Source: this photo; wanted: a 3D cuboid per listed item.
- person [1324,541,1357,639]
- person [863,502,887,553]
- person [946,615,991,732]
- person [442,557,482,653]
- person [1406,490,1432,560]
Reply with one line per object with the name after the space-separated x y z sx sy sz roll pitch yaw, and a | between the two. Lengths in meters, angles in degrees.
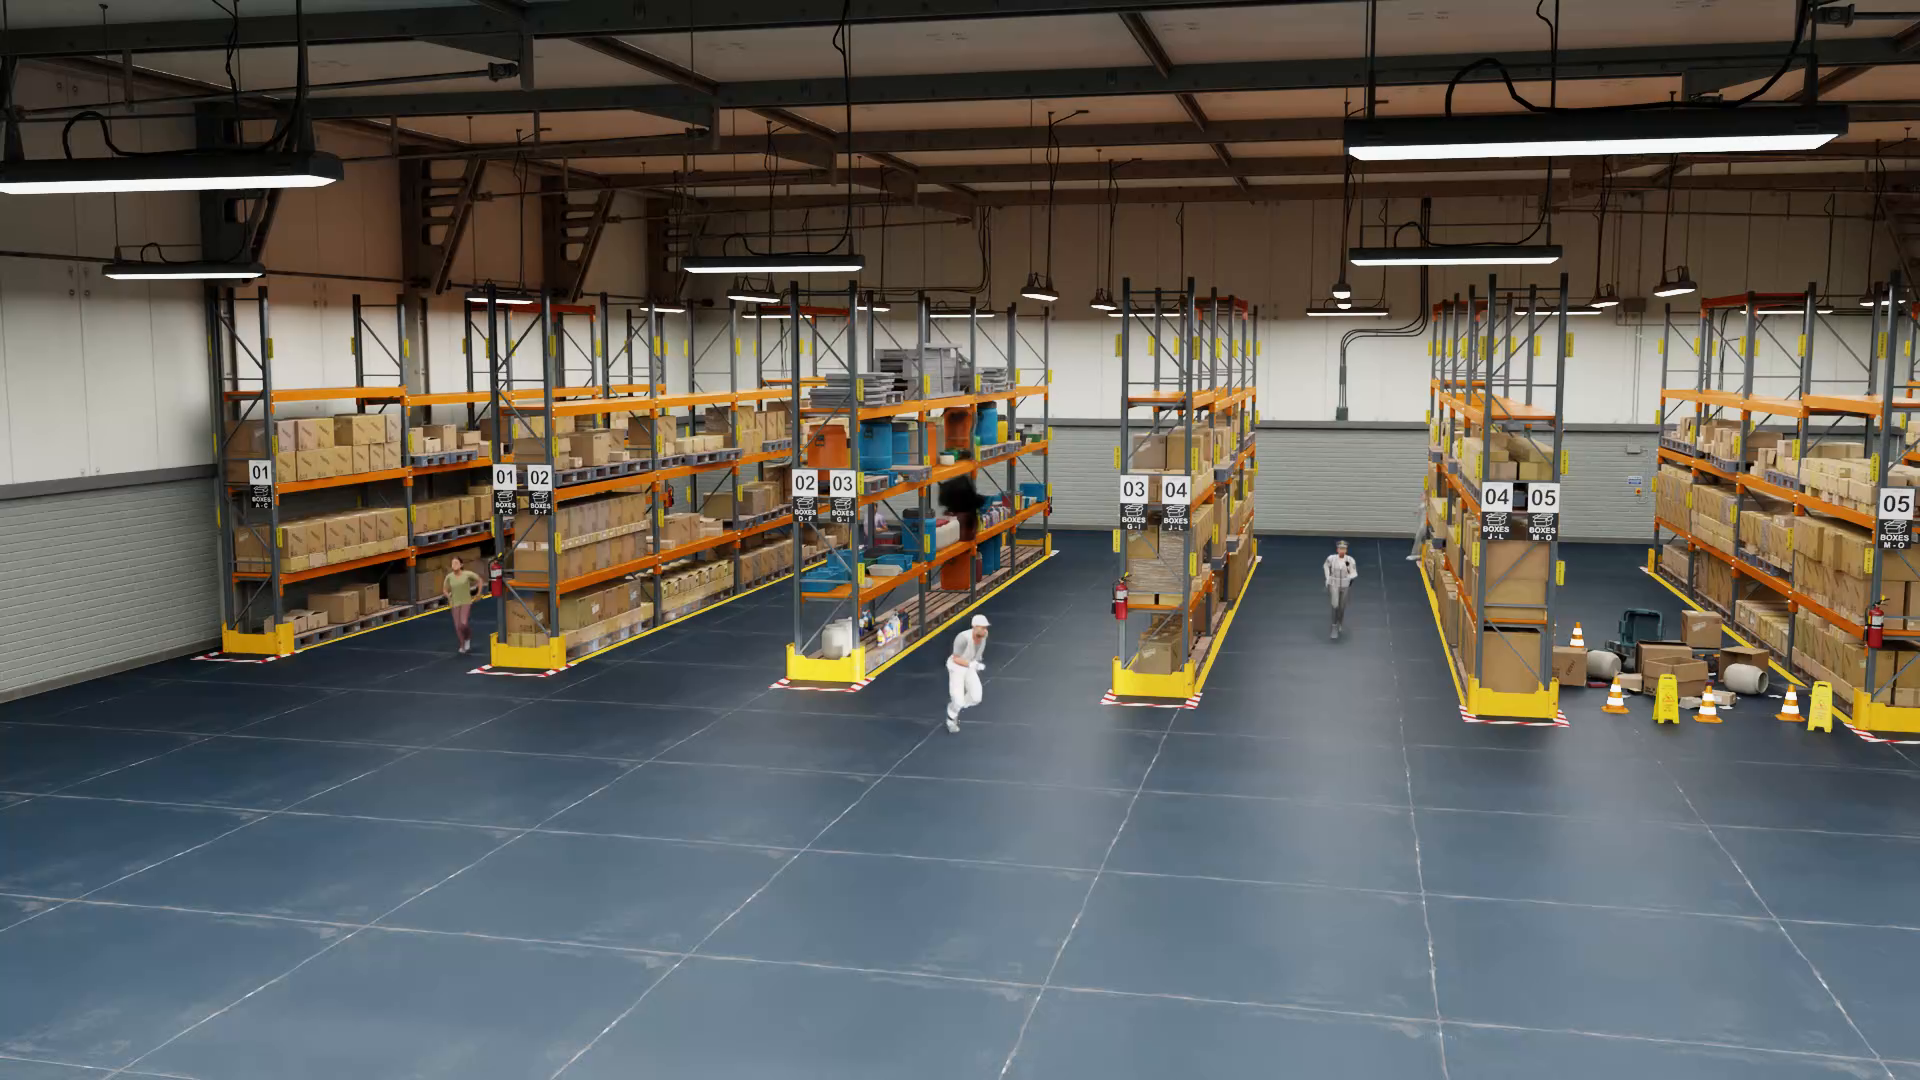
6.648 0.847 29.080 0.530 1.727 0.861 0 7 3 | person
-1.740 0.090 33.537 0.577 1.736 0.670 2 7 16 | person
0.142 1.733 21.614 0.696 1.601 0.827 -6 9 -42 | person
-8.139 1.072 27.163 0.593 1.622 0.726 0 7 1 | person
11.041 -0.356 39.356 0.874 1.683 0.591 1 7 11 | person
